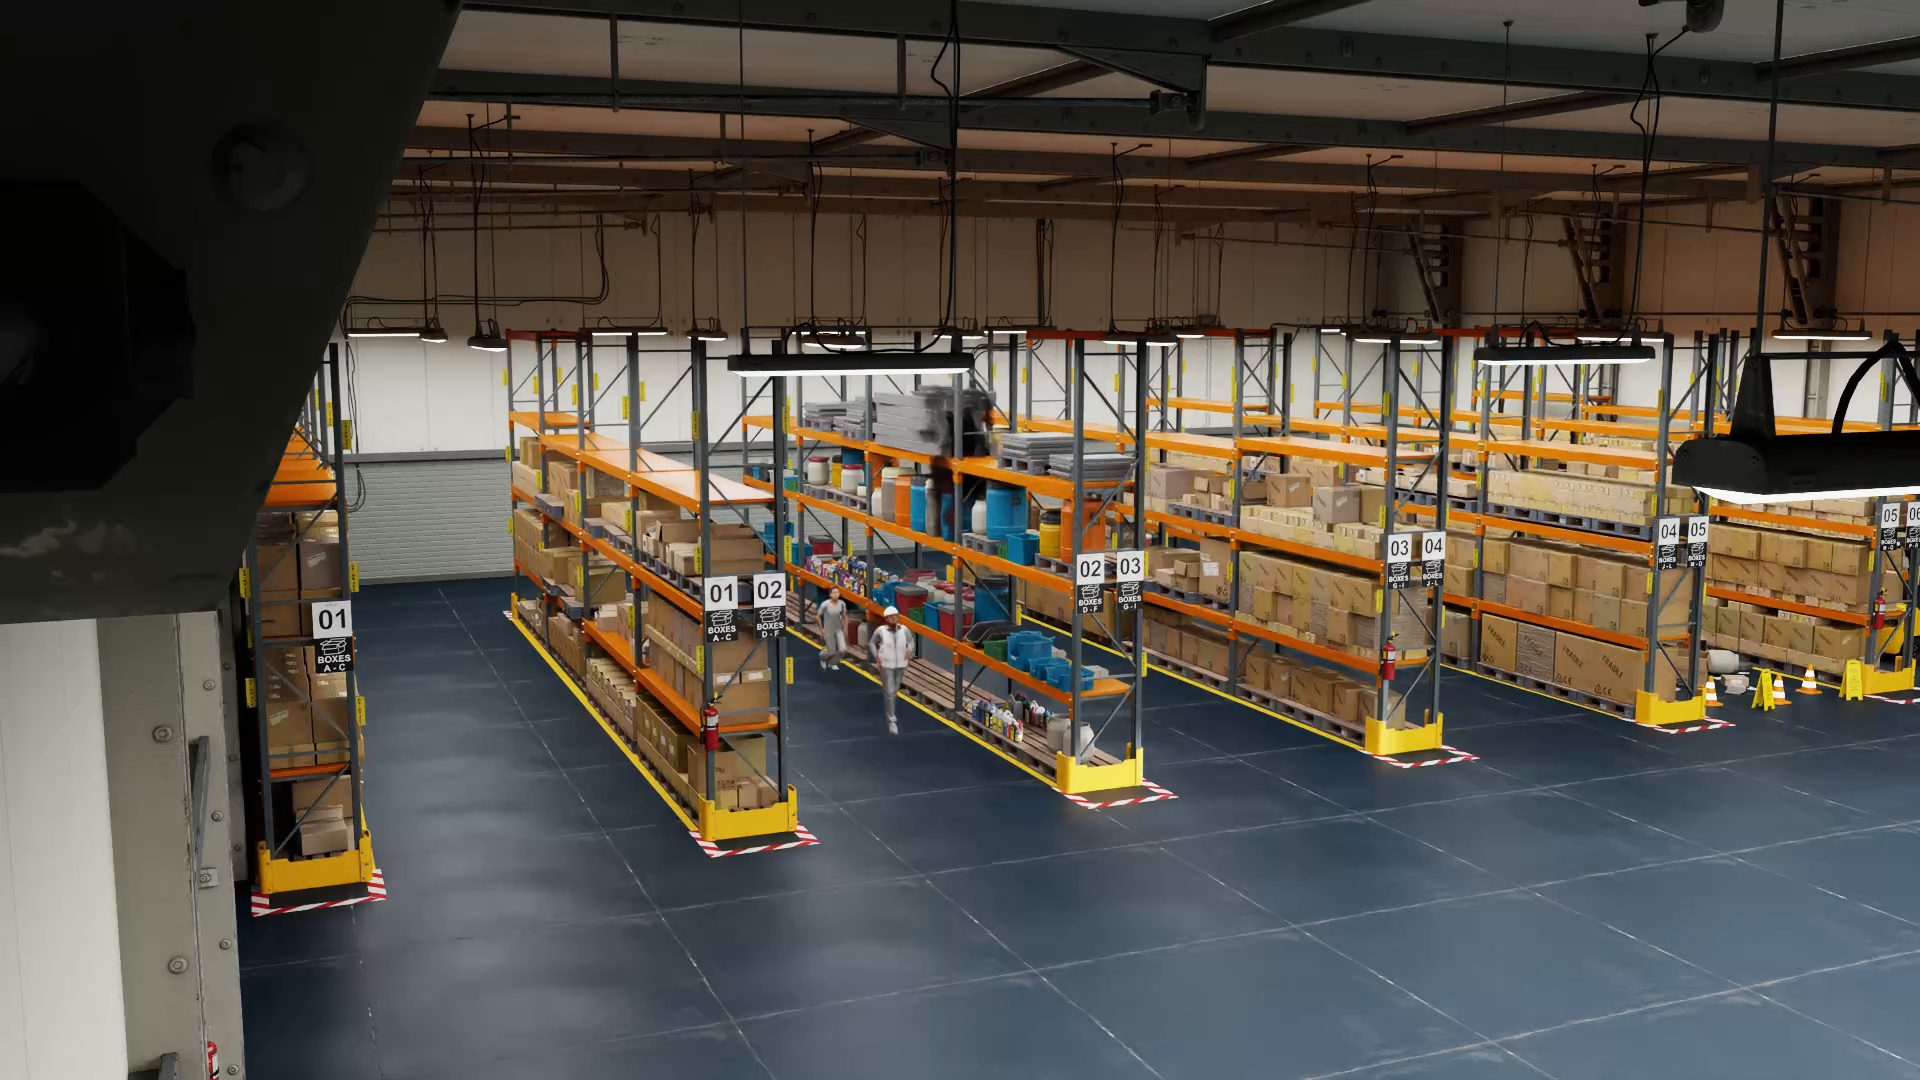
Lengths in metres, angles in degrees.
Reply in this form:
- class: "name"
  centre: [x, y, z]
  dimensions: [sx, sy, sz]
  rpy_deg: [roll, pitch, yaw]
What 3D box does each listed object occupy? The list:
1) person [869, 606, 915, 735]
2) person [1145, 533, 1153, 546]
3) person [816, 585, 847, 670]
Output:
- class: "person"
  centre: [-0.990, 1.867, 24.387]
  dimensions: [0.675, 1.849, 0.729]
  rpy_deg: [-3, 8, -20]
- class: "person"
  centre: [3.826, 0.774, 34.278]
  dimensions: [0.661, 1.846, 0.836]
  rpy_deg: [-3, 8, -20]
- class: "person"
  centre: [-2.175, 1.498, 28.381]
  dimensions: [0.549, 1.483, 0.665]
  rpy_deg: [-4, 9, -25]
